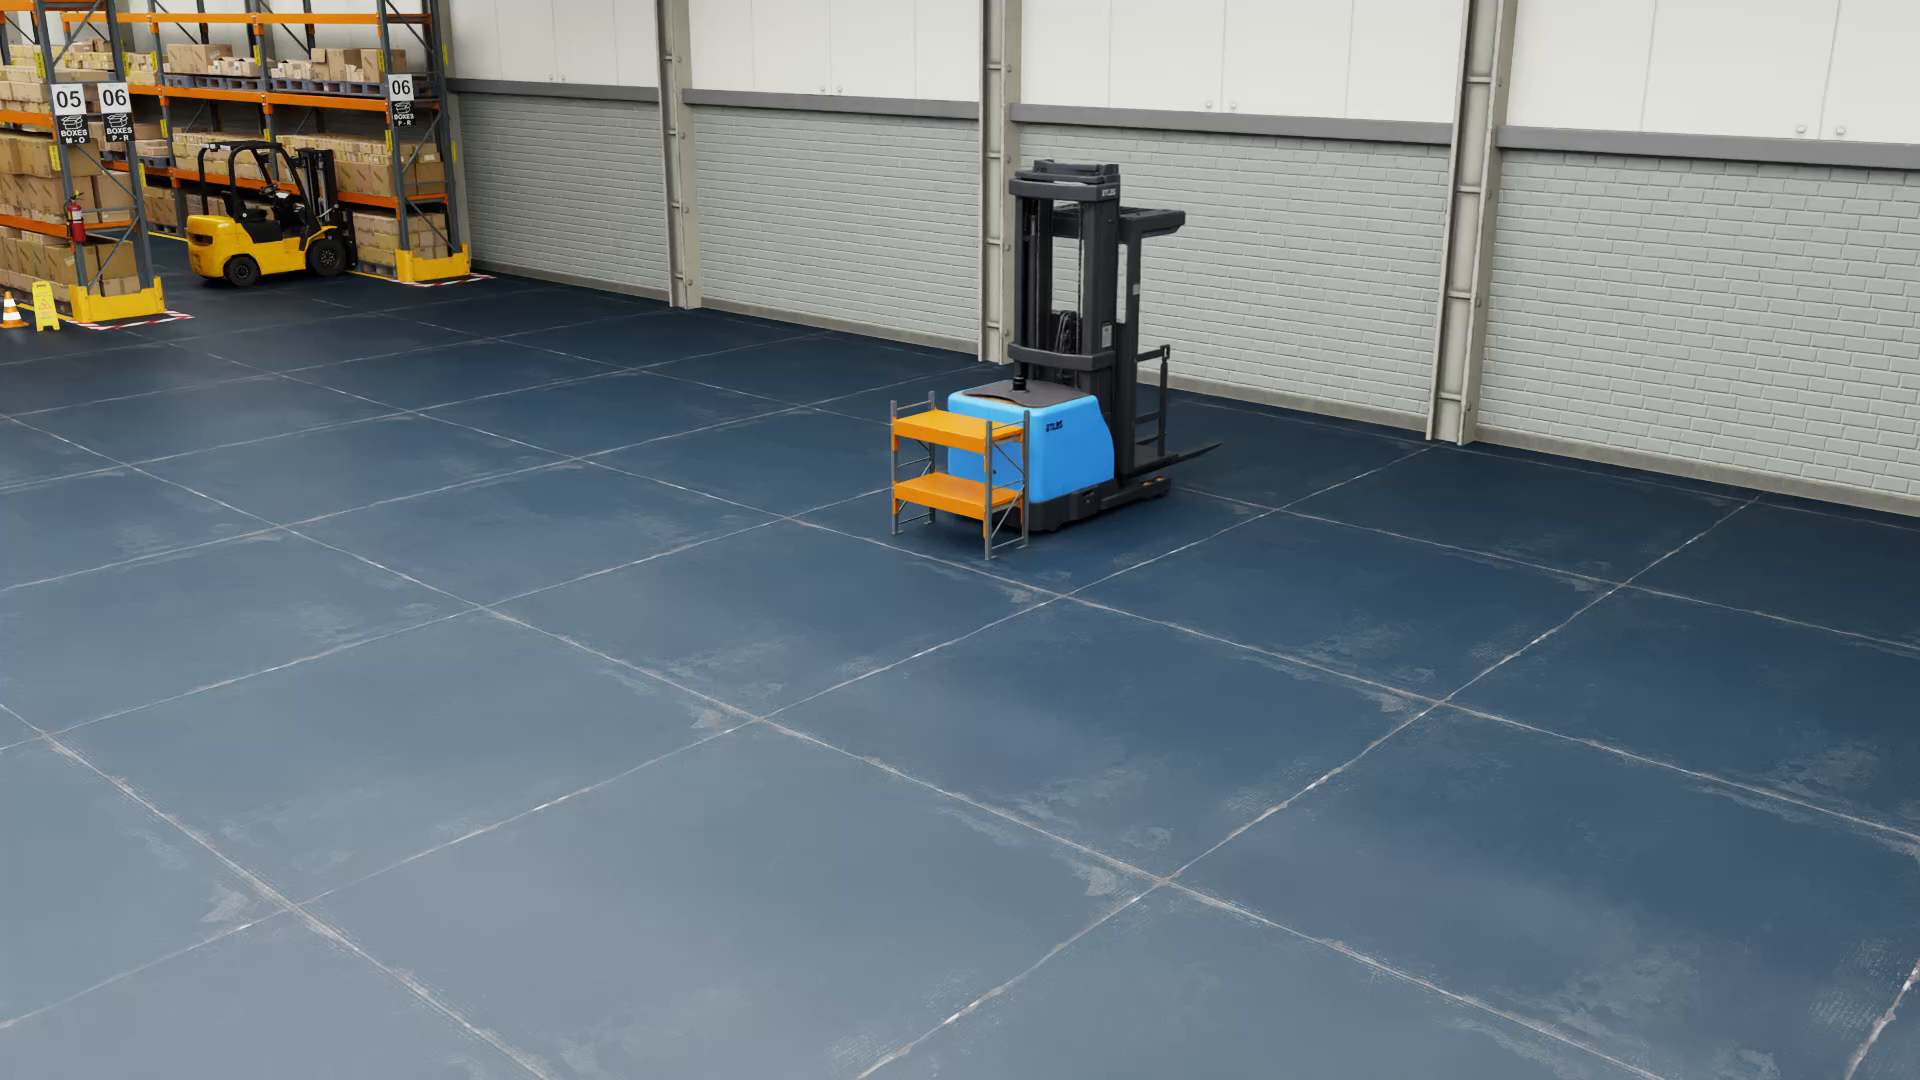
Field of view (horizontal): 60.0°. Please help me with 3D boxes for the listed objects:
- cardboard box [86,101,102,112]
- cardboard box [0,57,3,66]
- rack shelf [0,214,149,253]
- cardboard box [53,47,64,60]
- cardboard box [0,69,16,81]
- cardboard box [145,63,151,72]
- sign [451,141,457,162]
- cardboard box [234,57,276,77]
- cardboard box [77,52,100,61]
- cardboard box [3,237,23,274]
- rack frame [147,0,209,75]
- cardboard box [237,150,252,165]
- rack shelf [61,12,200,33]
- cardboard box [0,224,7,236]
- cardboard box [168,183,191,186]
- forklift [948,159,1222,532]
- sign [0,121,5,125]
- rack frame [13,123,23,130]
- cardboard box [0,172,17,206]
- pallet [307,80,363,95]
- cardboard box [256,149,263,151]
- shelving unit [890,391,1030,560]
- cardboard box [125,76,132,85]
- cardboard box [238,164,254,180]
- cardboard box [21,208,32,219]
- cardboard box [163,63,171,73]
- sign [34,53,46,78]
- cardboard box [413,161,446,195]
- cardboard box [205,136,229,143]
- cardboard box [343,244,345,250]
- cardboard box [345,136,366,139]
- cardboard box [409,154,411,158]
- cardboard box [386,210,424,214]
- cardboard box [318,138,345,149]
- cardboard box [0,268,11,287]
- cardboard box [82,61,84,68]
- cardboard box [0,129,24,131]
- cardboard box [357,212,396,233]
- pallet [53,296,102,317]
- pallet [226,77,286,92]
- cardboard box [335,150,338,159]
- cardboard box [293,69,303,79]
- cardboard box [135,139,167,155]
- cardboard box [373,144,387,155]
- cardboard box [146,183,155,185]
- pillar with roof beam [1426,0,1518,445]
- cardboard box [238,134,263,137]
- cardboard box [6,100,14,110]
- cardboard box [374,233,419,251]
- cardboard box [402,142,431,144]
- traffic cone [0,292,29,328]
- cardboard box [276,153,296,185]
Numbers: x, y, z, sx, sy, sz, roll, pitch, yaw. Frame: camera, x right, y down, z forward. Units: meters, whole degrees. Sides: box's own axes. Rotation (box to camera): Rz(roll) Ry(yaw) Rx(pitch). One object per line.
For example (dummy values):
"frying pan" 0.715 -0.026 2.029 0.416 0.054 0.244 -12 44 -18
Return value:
"cardboard box" -11.905 -6.042 23.149 0.250 0.149 0.380 15 23 39
"cardboard box" -20.398 -10.278 35.836 0.500 0.250 0.500 15 23 39
"rack shelf" -13.369 -4.651 24.498 4.000 0.370 1.077 15 23 39
"cardboard box" -18.094 -9.911 33.853 0.500 0.250 0.500 15 23 39
"cardboard box" -13.491 -6.584 23.537 0.250 0.149 0.380 16 23 41
"cardboard box" -15.170 -8.944 31.465 0.250 0.149 0.380 14 23 38
"sign" -8.208 -6.291 26.914 0.005 0.325 0.100 15 23 39
"cardboard box" -12.276 -8.245 28.961 0.500 0.311 0.500 14 22 38
"cardboard box" -17.216 -9.568 32.907 0.250 0.149 0.380 14 23 38
"cardboard box" -13.808 -4.254 24.668 0.500 0.500 0.500 17 24 42
"rack frame" -14.564 -10.182 30.818 0.127 3.000 1.000 15 23 39
"cardboard box" -12.499 -6.829 29.591 0.500 0.250 0.500 14 23 38
"rack shelf" -16.060 -10.050 32.253 4.000 0.370 1.077 15 23 39
"cardboard box" -14.163 -4.631 24.784 0.250 0.149 0.380 16 24 41
"cardboard box" -15.537 -7.024 33.151 0.250 0.149 0.380 14 23 38
"forklift" 1.238 -1.835 14.549 1.130 2.935 3.031 15 23 39
"sign" -20.908 -9.219 36.269 0.005 0.325 0.100 15 23 39
"rack frame" -14.865 -5.396 25.654 0.127 3.000 1.000 15 23 39
"cardboard box" -13.572 -5.137 24.184 0.500 0.500 0.500 15 23 40
"pallet" -10.009 -7.497 27.462 1.213 0.211 1.003 15 23 39
"cardboard box" -12.181 -6.942 29.290 0.250 0.149 0.380 15 23 38
"shelving unit" -0.005 -0.538 13.446 1.048 1.125 0.538 15 23 39
"cardboard box" -15.860 -8.930 32.080 0.500 0.250 0.500 15 23 39
"cardboard box" -12.503 -6.590 29.664 0.500 0.250 0.500 15 23 39
"cardboard box" -13.298 -4.740 24.005 0.250 0.149 0.380 15 23 39
"cardboard box" -14.505 -8.750 30.792 0.250 0.166 0.380 15 23 39
"sign" -12.256 -6.323 22.153 0.005 0.325 0.100 15 23 39
"cardboard box" -8.767 -5.926 27.161 0.500 0.500 0.500 16 24 41
"cardboard box" -13.549 -7.292 30.392 0.250 0.149 0.380 16 23 40
"cardboard box" -10.279 -4.932 28.046 0.500 0.250 0.500 16 24 41
"cardboard box" -10.197 -6.758 28.217 0.250 0.149 0.380 15 23 39
"cardboard box" -8.889 -6.235 27.062 0.250 0.149 0.380 15 23 39
"cardboard box" -9.191 -5.321 27.618 0.500 0.250 0.500 15 23 39
"cardboard box" -10.515 -6.646 27.865 0.250 0.149 0.380 15 23 39
"cardboard box" -14.196 -4.001 25.111 0.500 0.250 0.500 17 24 42
"cardboard box" -17.172 -9.445 33.011 0.250 0.149 0.380 15 23 40
"cardboard box" -14.312 -5.817 24.671 0.500 0.500 0.700 15 23 40
"cardboard box" -9.518 -5.205 27.254 0.500 0.250 0.500 16 23 40
"pallet" -12.514 -3.450 24.133 1.213 0.211 1.003 15 23 39
"pallet" -12.241 -8.032 29.319 1.217 0.209 0.805 14 22 37
"cardboard box" -10.129 -6.402 27.587 0.250 0.149 0.380 15 23 39
"cardboard box" -10.864 -7.764 27.714 0.250 0.149 0.380 16 24 41
"cardboard box" -15.568 -7.590 32.122 0.500 0.250 0.500 14 22 37
"cardboard box" -9.194 -6.282 26.717 0.250 0.149 0.380 15 23 39
"cardboard box" -16.225 -7.016 33.125 0.250 0.149 0.380 15 23 39
"pillar with roof beam" 2.102 -4.331 12.383 0.400 9.000 9.100 15 23 39
"cardboard box" -13.148 -7.432 30.833 0.250 0.149 0.380 15 23 38
"cardboard box" -13.265 -6.174 23.564 0.250 0.149 0.380 14 22 38
"cardboard box" -9.153 -4.871 27.026 0.500 0.250 0.500 15 23 39
"cardboard box" -8.848 -6.398 27.084 0.250 0.149 0.380 16 24 41
"traffic cone" -13.051 -3.178 22.860 0.334 0.463 0.336 15 23 39
"cardboard box" -11.414 -6.419 28.713 0.500 0.500 0.500 14 22 38
